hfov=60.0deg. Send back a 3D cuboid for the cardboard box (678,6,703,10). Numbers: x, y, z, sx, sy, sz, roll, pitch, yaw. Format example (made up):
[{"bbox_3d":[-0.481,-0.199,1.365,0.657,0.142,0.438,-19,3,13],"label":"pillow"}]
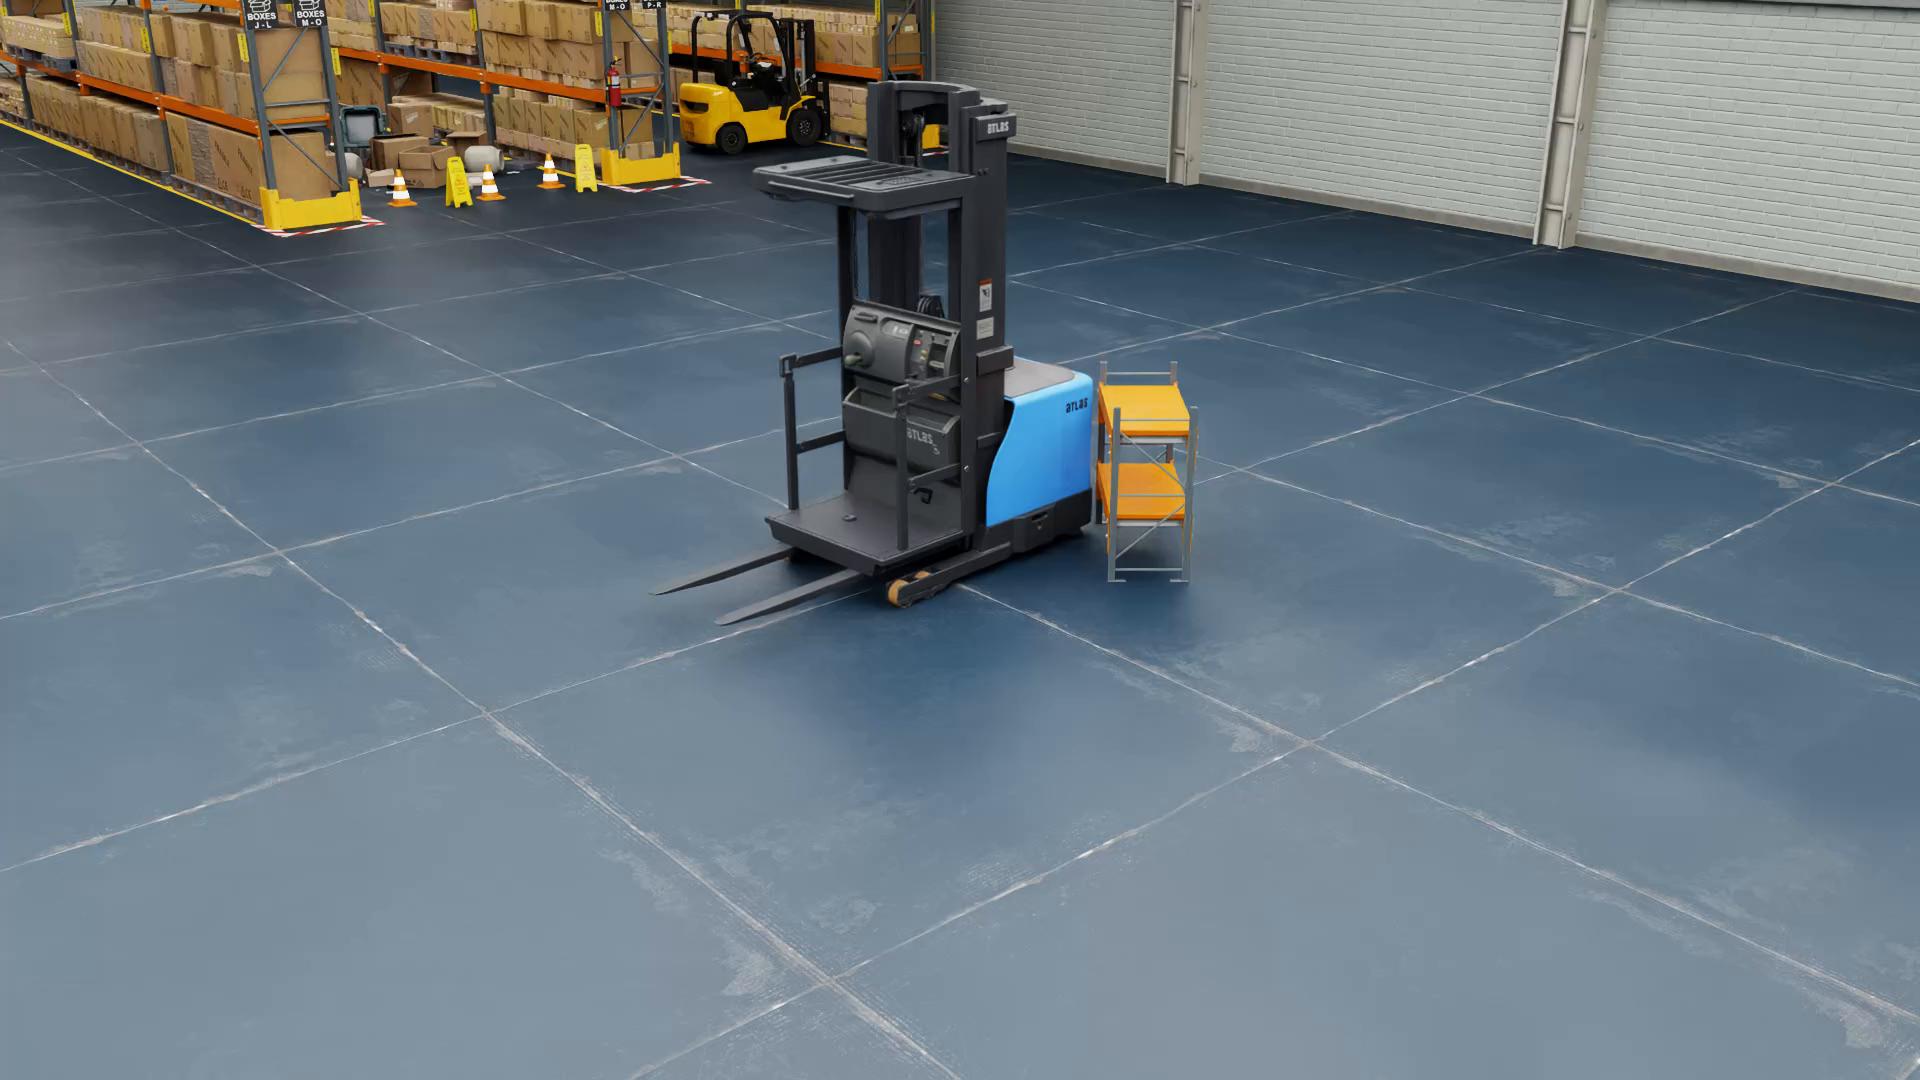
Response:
[{"bbox_3d":[-5.029,-9.872,31.049,0.380,0.149,0.250,-17,27,-37],"label":"cardboard box"}]

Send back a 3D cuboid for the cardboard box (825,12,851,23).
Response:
[{"bbox_3d":[-2.015,-8.669,27.569,0.380,0.149,0.250,-17,27,-36],"label":"cardboard box"}]

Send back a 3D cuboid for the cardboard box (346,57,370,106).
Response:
[{"bbox_3d":[-10.832,-8.566,31.079,0.875,0.875,0.875,-17,27,-37],"label":"cardboard box"}]

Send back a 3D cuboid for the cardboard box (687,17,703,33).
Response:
[{"bbox_3d":[-4.681,-9.500,30.646,0.500,0.250,0.500,-17,27,-36],"label":"cardboard box"}]

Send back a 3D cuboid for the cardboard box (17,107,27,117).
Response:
[{"bbox_3d":[-16.674,-7.696,29.853,0.380,0.149,0.250,-17,27,-37],"label":"cardboard box"}]

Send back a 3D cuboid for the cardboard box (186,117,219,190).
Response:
[{"bbox_3d":[-9.989,-5.358,22.888,0.875,0.875,0.875,-17,27,-37],"label":"cardboard box"}]

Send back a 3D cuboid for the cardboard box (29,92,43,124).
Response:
[{"bbox_3d":[-15.879,-7.565,29.037,0.500,0.500,0.500,-16,27,-35],"label":"cardboard box"}]

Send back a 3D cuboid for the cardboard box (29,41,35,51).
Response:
[{"bbox_3d":[-15.233,-8.231,27.655,0.380,0.149,0.250,-19,28,-40],"label":"cardboard box"}]

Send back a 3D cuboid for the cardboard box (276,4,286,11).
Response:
[{"bbox_3d":[-12.993,-10.584,32.385,0.500,0.500,0.500,-18,28,-38],"label":"cardboard box"}]

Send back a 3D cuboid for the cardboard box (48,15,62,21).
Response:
[{"bbox_3d":[-15.574,-9.018,28.847,0.380,0.149,0.250,-18,28,-39],"label":"cardboard box"}]

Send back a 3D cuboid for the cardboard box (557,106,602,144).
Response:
[{"bbox_3d":[-5.707,-6.259,25.016,0.500,0.500,0.500,-16,27,-36],"label":"cardboard box"}]

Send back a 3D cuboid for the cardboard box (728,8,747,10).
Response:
[{"bbox_3d":[-4.043,-9.697,30.604,0.380,0.149,0.250,-18,28,-38],"label":"cardboard box"}]

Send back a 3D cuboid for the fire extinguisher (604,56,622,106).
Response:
[{"bbox_3d":[-4.917,-6.514,23.609,0.296,0.674,0.183,-17,27,-37],"label":"fire extinguisher"}]

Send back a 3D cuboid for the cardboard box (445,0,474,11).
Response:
[{"bbox_3d":[-8.186,-8.740,27.176,0.380,0.149,0.250,-18,28,-39],"label":"cardboard box"}]

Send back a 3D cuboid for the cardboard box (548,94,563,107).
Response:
[{"bbox_3d":[-5.986,-6.646,25.116,0.380,0.149,0.250,-16,27,-35],"label":"cardboard box"}]

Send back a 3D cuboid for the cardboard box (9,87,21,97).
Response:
[{"bbox_3d":[-16.954,-8.110,30.095,0.380,0.149,0.250,-18,28,-38],"label":"cardboard box"}]

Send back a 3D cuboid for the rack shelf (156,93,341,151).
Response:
[{"bbox_3d":[-9.632,-5.703,22.417,1.077,0.370,4.000,-17,27,-37],"label":"rack shelf"}]

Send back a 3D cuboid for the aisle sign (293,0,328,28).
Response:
[{"bbox_3d":[-8.053,-6.747,20.534,0.394,0.787,0.004,-17,27,-37],"label":"aisle sign"}]

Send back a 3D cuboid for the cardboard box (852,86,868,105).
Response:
[{"bbox_3d":[-1.422,-7.308,27.353,0.500,0.250,0.500,-16,27,-36],"label":"cardboard box"}]

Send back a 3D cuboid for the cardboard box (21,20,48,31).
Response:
[{"bbox_3d":[-15.407,-8.581,27.732,0.380,0.149,0.250,-16,27,-36],"label":"cardboard box"}]

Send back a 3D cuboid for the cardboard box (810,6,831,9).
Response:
[{"bbox_3d":[-2.379,-9.170,28.850,0.380,0.149,0.250,-18,28,-38],"label":"cardboard box"}]

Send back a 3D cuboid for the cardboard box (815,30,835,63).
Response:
[{"bbox_3d":[-2.072,-8.281,27.877,0.500,0.500,0.500,-18,28,-38],"label":"cardboard box"}]

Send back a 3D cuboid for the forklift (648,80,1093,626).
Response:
[{"bbox_3d":[-0.510,-1.168,9.947,1.130,2.935,3.031,19,29,40],"label":"forklift"}]

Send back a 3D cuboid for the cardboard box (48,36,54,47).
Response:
[{"bbox_3d":[-14.392,-8.014,26.693,0.380,0.149,0.250,-16,27,-35],"label":"cardboard box"}]

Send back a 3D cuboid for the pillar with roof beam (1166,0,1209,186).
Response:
[{"bbox_3d":[-0.002,-8.392,20.071,9.100,9.000,0.400,-17,27,-37],"label":"pillar with roof beam"}]

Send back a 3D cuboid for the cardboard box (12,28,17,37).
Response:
[{"bbox_3d":[-15.912,-8.657,28.334,0.380,0.149,0.250,-17,27,-36],"label":"cardboard box"}]

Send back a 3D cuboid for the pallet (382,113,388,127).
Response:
[{"bbox_3d":[-10.322,-7.839,30.709,1.003,0.211,1.213,-17,27,-37],"label":"pallet"}]

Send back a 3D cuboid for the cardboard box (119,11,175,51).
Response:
[{"bbox_3d":[-11.933,-7.520,24.561,0.700,0.500,0.500,-17,27,-37],"label":"cardboard box"}]

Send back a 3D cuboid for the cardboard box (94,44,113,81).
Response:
[{"bbox_3d":[-12.798,-7.274,25.307,0.500,0.500,0.500,-17,27,-37],"label":"cardboard box"}]

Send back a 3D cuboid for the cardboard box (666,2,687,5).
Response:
[{"bbox_3d":[-5.486,-10.346,32.258,0.380,0.149,0.250,-17,27,-36],"label":"cardboard box"}]

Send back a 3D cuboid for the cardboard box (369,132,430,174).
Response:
[{"bbox_3d":[-8.324,-5.731,24.741,0.797,0.637,0.503,-17,27,-37],"label":"cardboard box"}]

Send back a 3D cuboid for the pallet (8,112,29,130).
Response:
[{"bbox_3d":[-16.625,-7.679,30.301,1.003,0.211,1.213,-17,27,-37],"label":"pallet"}]

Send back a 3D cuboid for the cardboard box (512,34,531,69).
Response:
[{"bbox_3d":[-6.515,-7.519,25.523,0.500,0.500,0.500,-18,28,-38],"label":"cardboard box"}]

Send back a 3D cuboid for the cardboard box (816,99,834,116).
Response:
[{"bbox_3d":[-2.112,-7.361,28.174,0.500,0.250,0.500,-18,28,-39],"label":"cardboard box"}]

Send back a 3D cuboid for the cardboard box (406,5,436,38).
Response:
[{"bbox_3d":[-9.049,-8.815,28.258,0.500,0.500,0.500,-17,27,-37],"label":"cardboard box"}]

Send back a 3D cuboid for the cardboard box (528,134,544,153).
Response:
[{"bbox_3d":[-6.368,-6.194,25.879,0.500,0.250,0.500,-18,28,-38],"label":"cardboard box"}]

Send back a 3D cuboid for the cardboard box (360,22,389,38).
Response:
[{"bbox_3d":[-10.374,-9.138,29.722,0.500,0.250,0.500,-18,27,-38],"label":"cardboard box"}]

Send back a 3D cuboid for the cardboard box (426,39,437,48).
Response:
[{"bbox_3d":[-8.775,-8.388,28.056,0.380,0.149,0.250,-16,27,-36],"label":"cardboard box"}]

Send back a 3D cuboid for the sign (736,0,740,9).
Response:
[{"bbox_3d":[-3.901,-9.350,29.263,0.100,0.325,0.005,-17,27,-37],"label":"sign"}]

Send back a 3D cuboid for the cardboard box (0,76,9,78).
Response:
[{"bbox_3d":[-18.415,-8.778,31.799,0.380,0.149,0.250,-17,27,-36],"label":"cardboard box"}]

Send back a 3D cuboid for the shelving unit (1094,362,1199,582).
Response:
[{"bbox_3d":[1.168,-0.453,10.597,0.538,1.125,1.048,0,21,0],"label":"shelving unit"}]

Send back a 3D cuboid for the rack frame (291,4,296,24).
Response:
[{"bbox_3d":[-12.476,-10.007,32.420,1.000,3.000,0.127,-17,27,-37],"label":"rack frame"}]

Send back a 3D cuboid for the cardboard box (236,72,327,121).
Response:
[{"bbox_3d":[-8.604,-5.647,21.082,0.875,0.550,0.550,-17,27,-37],"label":"cardboard box"}]

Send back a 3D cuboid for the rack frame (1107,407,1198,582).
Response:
[{"bbox_3d":[1.167,-0.267,10.124,0.500,1.125,0.032,0,21,0],"label":"rack frame"}]

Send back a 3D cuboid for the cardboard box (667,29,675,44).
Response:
[{"bbox_3d":[-5.336,-9.553,31.467,0.500,0.250,0.500,-19,28,-39],"label":"cardboard box"}]

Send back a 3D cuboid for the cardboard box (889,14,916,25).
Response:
[{"bbox_3d":[-0.942,-8.505,27.151,0.380,0.149,0.250,-18,28,-38],"label":"cardboard box"}]

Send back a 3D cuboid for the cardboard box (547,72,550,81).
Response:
[{"bbox_3d":[-6.032,-7.054,25.225,0.380,0.149,0.250,-17,27,-37],"label":"cardboard box"}]

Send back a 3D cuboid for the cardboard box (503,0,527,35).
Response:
[{"bbox_3d":[-6.507,-7.983,25.336,0.700,0.500,0.500,-18,28,-39],"label":"cardboard box"}]

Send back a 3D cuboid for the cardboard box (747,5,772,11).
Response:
[{"bbox_3d":[-3.513,-9.308,29.201,0.380,0.149,0.250,-17,27,-36],"label":"cardboard box"}]

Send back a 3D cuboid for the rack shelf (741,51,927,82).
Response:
[{"bbox_3d":[-2.190,-8.092,28.517,1.077,0.370,4.000,-17,27,-37],"label":"rack shelf"}]

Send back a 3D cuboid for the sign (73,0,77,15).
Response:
[{"bbox_3d":[-15.742,-9.473,29.469,0.100,0.325,0.005,-17,27,-37],"label":"sign"}]

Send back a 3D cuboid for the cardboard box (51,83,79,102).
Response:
[{"bbox_3d":[-14.852,-7.484,27.802,0.500,0.250,0.500,-17,27,-36],"label":"cardboard box"}]

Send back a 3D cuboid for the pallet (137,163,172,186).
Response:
[{"bbox_3d":[-11.499,-5.487,24.704,1.003,0.211,1.213,-17,27,-37],"label":"pallet"}]
